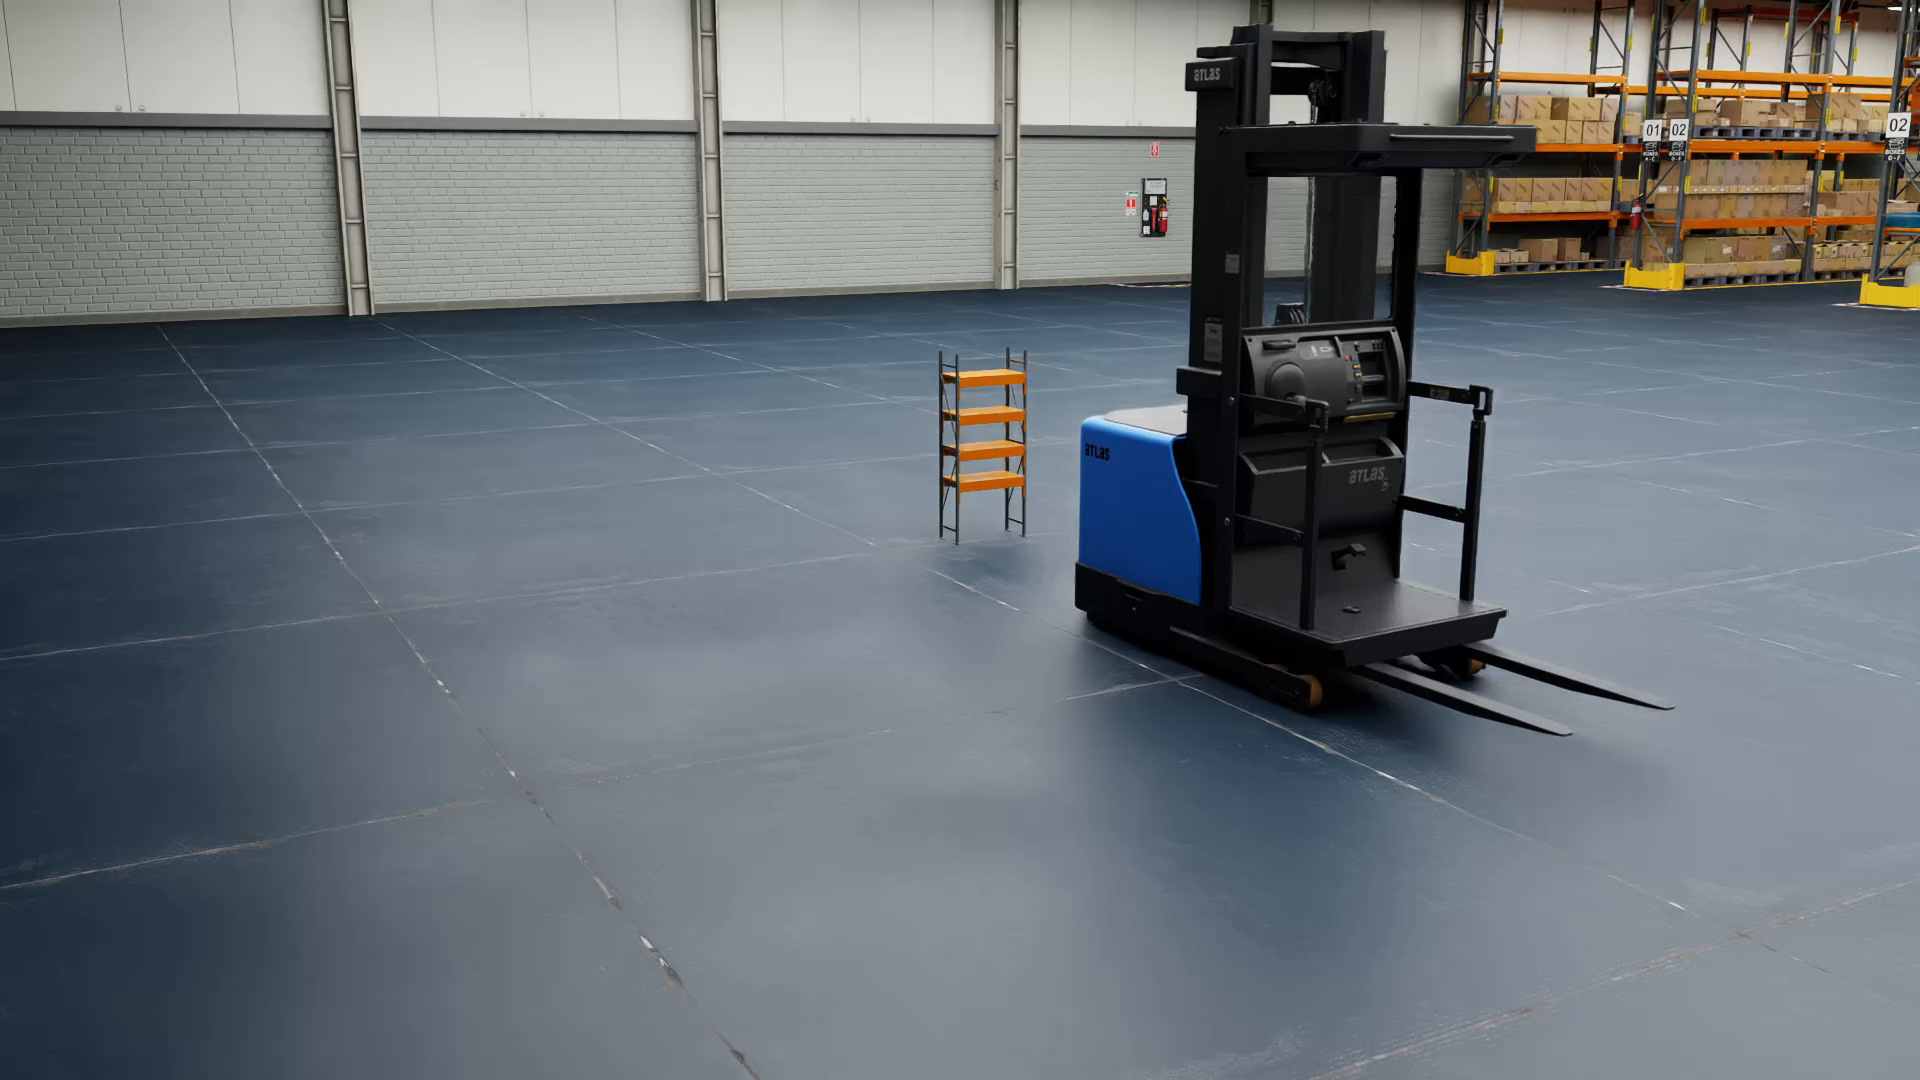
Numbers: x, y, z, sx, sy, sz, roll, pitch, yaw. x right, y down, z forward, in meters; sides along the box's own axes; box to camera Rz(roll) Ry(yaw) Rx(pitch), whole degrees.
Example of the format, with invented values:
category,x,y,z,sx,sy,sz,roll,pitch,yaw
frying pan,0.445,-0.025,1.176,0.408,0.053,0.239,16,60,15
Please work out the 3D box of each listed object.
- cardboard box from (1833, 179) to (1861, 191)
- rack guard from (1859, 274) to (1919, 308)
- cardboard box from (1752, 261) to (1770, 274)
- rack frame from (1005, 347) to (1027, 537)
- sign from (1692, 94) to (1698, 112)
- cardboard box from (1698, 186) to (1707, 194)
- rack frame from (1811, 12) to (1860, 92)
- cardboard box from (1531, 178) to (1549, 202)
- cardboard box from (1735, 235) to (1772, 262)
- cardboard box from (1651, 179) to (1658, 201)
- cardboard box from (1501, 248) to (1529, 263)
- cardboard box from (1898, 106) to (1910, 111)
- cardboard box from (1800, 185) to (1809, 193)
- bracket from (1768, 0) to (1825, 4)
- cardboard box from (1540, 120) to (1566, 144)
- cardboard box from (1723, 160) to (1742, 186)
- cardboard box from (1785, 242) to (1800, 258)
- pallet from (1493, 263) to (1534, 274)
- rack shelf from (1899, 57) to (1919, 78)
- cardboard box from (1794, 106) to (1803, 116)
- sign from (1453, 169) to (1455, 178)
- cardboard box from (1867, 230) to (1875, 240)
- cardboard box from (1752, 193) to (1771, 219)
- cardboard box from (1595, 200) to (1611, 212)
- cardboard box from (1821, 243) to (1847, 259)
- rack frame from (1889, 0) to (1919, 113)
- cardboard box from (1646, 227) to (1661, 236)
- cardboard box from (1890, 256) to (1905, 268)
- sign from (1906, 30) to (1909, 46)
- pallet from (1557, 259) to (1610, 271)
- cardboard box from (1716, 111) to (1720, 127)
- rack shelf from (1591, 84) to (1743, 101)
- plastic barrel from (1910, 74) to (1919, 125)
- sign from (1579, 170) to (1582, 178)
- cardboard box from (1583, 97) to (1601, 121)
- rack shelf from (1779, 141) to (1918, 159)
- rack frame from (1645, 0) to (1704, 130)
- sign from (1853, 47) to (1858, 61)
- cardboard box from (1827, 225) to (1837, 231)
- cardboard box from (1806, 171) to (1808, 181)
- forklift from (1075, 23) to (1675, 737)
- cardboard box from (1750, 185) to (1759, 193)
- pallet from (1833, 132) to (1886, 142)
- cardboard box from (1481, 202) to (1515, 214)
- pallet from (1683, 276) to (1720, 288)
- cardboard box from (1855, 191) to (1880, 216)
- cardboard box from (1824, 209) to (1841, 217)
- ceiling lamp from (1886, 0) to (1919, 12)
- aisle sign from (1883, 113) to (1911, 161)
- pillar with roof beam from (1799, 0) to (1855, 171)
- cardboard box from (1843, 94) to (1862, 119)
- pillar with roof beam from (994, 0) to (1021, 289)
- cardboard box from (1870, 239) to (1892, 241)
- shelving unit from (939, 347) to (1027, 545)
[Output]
category,x,y,z,sx,sy,sz,roll,pitch,yaw
cardboard box,22.249,-8.836,42.356,0.700,0.700,0.980,-7,14,-27
rack guard,16.023,-4.262,28.407,0.348,0.500,1.175,-7,14,-28
cardboard box,15.942,-5.506,33.550,0.500,0.250,0.500,-7,14,-28
rack frame,0.359,-0.628,10.669,0.015,1.200,0.240,-7,14,-28
sign,13.870,-8.240,31.388,0.005,0.325,0.100,-7,14,-28
cardboard box,14.287,-6.812,32.343,0.250,0.149,0.380,-7,15,-29
rack frame,21.765,-11.563,41.491,0.127,3.000,1.000,-7,14,-28
cardboard box,12.690,-7.771,36.897,0.500,0.500,0.500,-7,15,-30
cardboard box,15.936,-5.875,33.479,0.500,0.500,0.500,-7,14,-28
cardboard box,16.263,-8.237,39.149,0.500,0.500,0.700,-5,14,-20
cardboard box,12.383,-6.392,37.300,0.500,0.311,0.500,-6,14,-23
cardboard box,23.866,-10.830,42.516,0.500,0.500,0.500,-8,15,-30
cardboard box,16.984,-7.135,33.777,0.250,0.149,0.380,-7,14,-28
bracket,19.494,-13.174,40.453,4.783,0.066,0.076,-7,14,-28
cardboard box,13.048,-9.048,36.875,0.500,0.500,0.500,-6,14,-24
cardboard box,14.972,-7.263,32.865,0.500,0.500,0.700,-7,14,-28
cardboard box,17.338,-6.075,34.799,0.500,0.311,0.500,-7,14,-28
pallet,12.029,-6.100,37.231,1.213,0.211,1.003,-7,14,-28
rack shelf,17.735,-8.055,28.456,4.000,0.370,1.077,-7,14,-28
cardboard box,20.453,-10.600,41.109,0.500,0.250,0.500,-7,15,-30
sign,10.984,-8.201,36.863,0.005,0.325,0.100,-7,14,-28
cardboard box,23.365,-7.786,43.110,0.500,0.500,0.700,-6,14,-27
cardboard box,15.831,-6.732,33.463,0.500,0.500,0.700,-7,14,-27
cardboard box,14.473,-7.622,37.943,0.500,0.250,0.500,-7,14,-28
cardboard box,18.044,-6.024,34.573,0.500,0.311,0.500,-7,14,-29
rack frame,15.979,-8.391,27.398,0.127,3.000,1.000,-7,14,-28
cardboard box,16.221,-7.338,39.367,0.500,0.250,0.500,-7,15,-29
cardboard box,19.835,-5.967,35.597,0.500,0.250,0.500,-7,14,-29
sign,20.362,-10.785,35.730,0.005,0.325,0.100,-7,14,-28
pallet,14.171,-6.356,38.372,1.213,0.211,1.003,-7,14,-28
cardboard box,14.982,-8.343,32.943,0.500,0.311,0.500,-5,14,-21
rack shelf,16.499,-10.385,38.809,4.000,0.370,1.077,-7,14,-28
plastic barrel,16.345,-7.417,27.970,0.708,0.830,0.600,-7,14,-28
sign,14.474,-8.466,38.756,0.005,0.325,0.100,-7,14,-28
cardboard box,13.955,-9.639,37.225,0.500,0.500,0.500,-6,14,-25
rack shelf,18.875,-8.163,34.854,4.000,0.370,1.077,-7,14,-28
rack frame,13.609,-9.346,31.641,0.127,3.000,1.000,-7,14,-28
sign,22.036,-11.954,40.921,0.005,0.325,0.100,-7,14,-28
cardboard box,22.248,-8.019,42.671,0.250,0.149,0.380,-7,14,-28
cardboard box,20.577,-9.001,41.115,0.500,0.250,0.500,-7,14,-27
forklift,1.793,-0.794,7.463,1.130,2.935,3.031,-8,15,-30
cardboard box,15.637,-6.973,33.058,0.250,0.149,0.380,-6,14,-26
pallet,19.098,-8.425,34.812,1.213,0.211,1.003,-6,14,-25
cardboard box,11.813,-7.300,36.511,0.500,0.250,0.500,-7,15,-29
pallet,14.260,-5.147,32.999,1.213,0.211,1.003,-7,14,-28
cardboard box,19.166,-7.130,35.230,0.500,0.500,0.500,-8,15,-31
cardboard box,17.996,-6.771,34.437,0.250,0.149,0.380,-7,14,-28
ceiling lamp,22.377,-13.782,38.057,2.000,3.185,0.800,-7,14,-28
aisle sign,15.774,-6.782,27.992,0.004,0.787,0.394,-7,14,-28
pillar with roof beam,24.028,-10.973,38.872,0.548,9.000,9.100,-7,14,-28
cardboard box,18.169,-8.922,34.269,0.500,0.500,0.500,-5,14,-22
pillar with roof beam,2.962,-8.448,27.654,0.400,9.000,9.100,-7,14,-28
cardboard box,20.031,-6.399,36.241,0.500,0.311,0.500,-6,14,-26
shelving unit,0.145,-0.603,10.555,0.503,1.200,0.258,-7,14,-28
